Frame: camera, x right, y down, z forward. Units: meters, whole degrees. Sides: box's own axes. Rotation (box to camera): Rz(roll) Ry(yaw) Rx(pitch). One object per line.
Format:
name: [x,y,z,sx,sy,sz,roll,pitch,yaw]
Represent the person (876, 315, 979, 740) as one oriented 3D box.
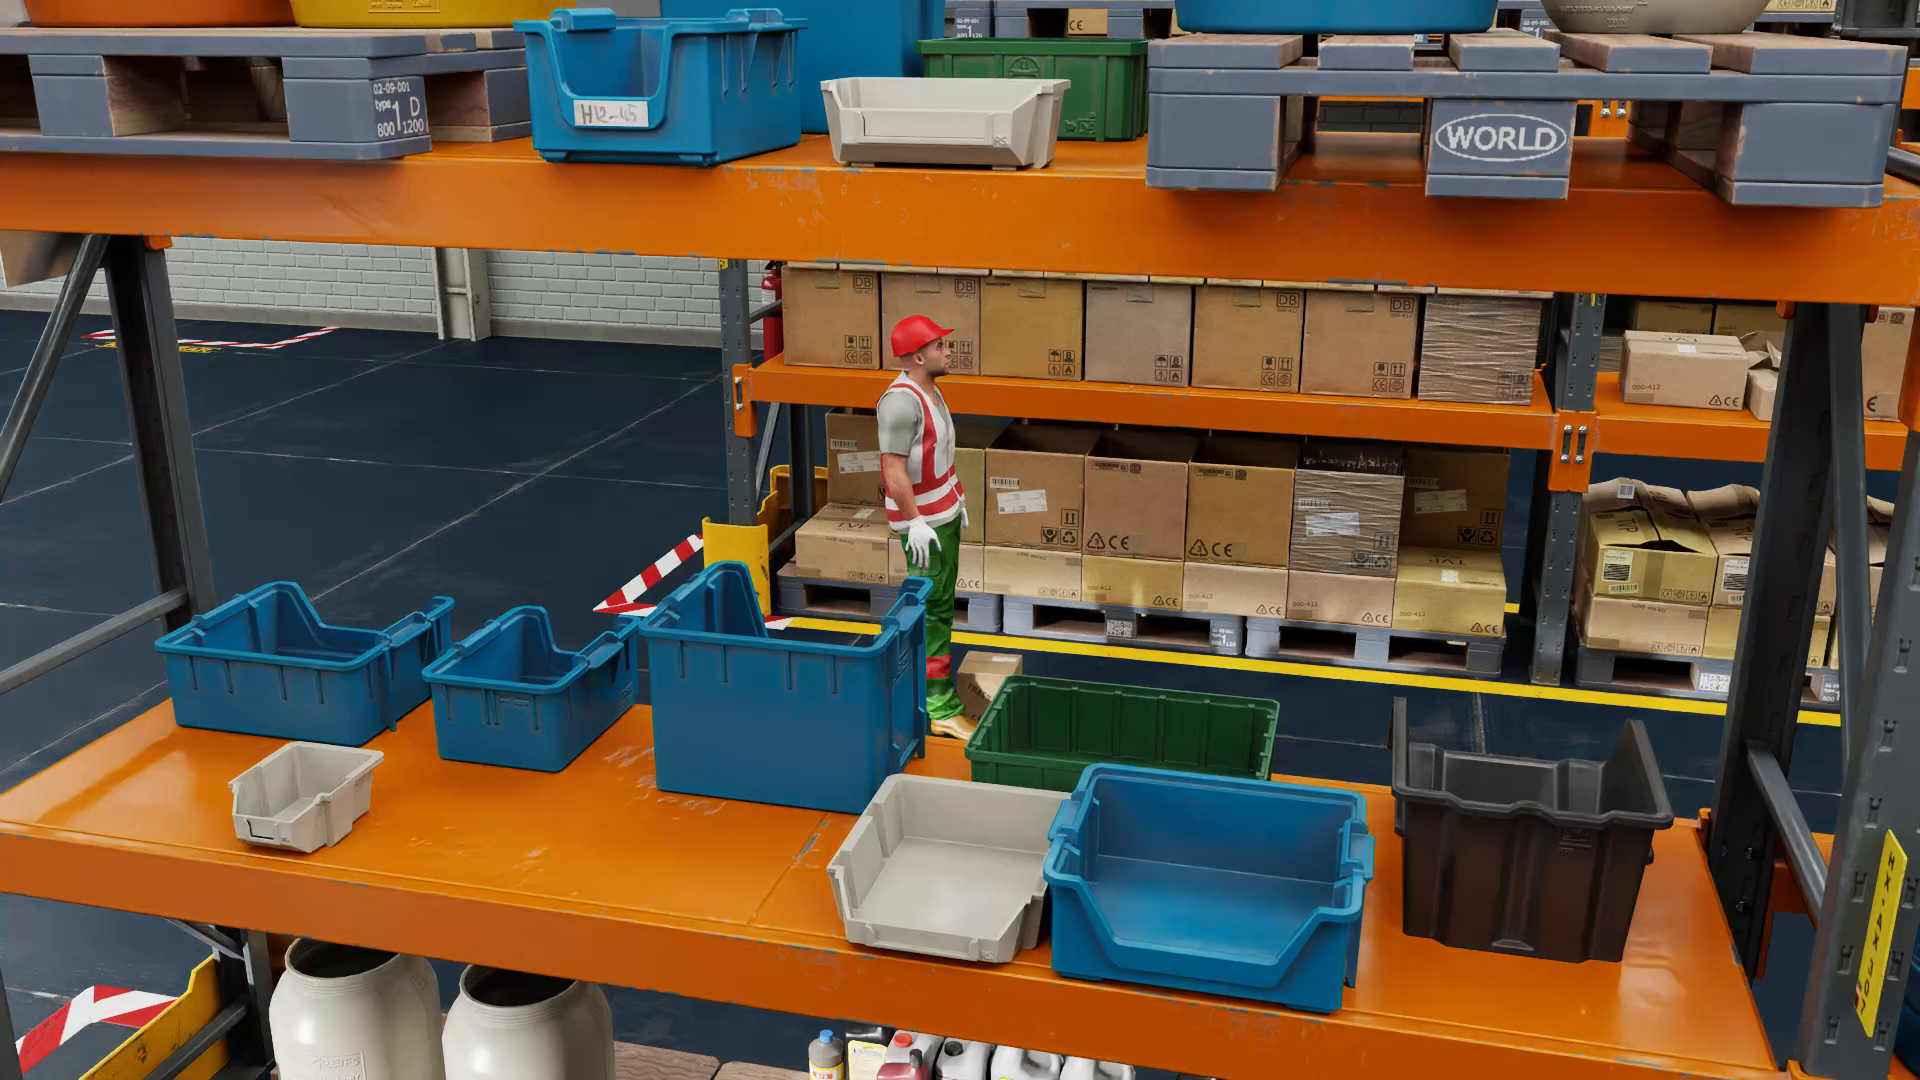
person: [-0.061,-0.076,7.221,0.564,1.787,0.638,4,19,13]
